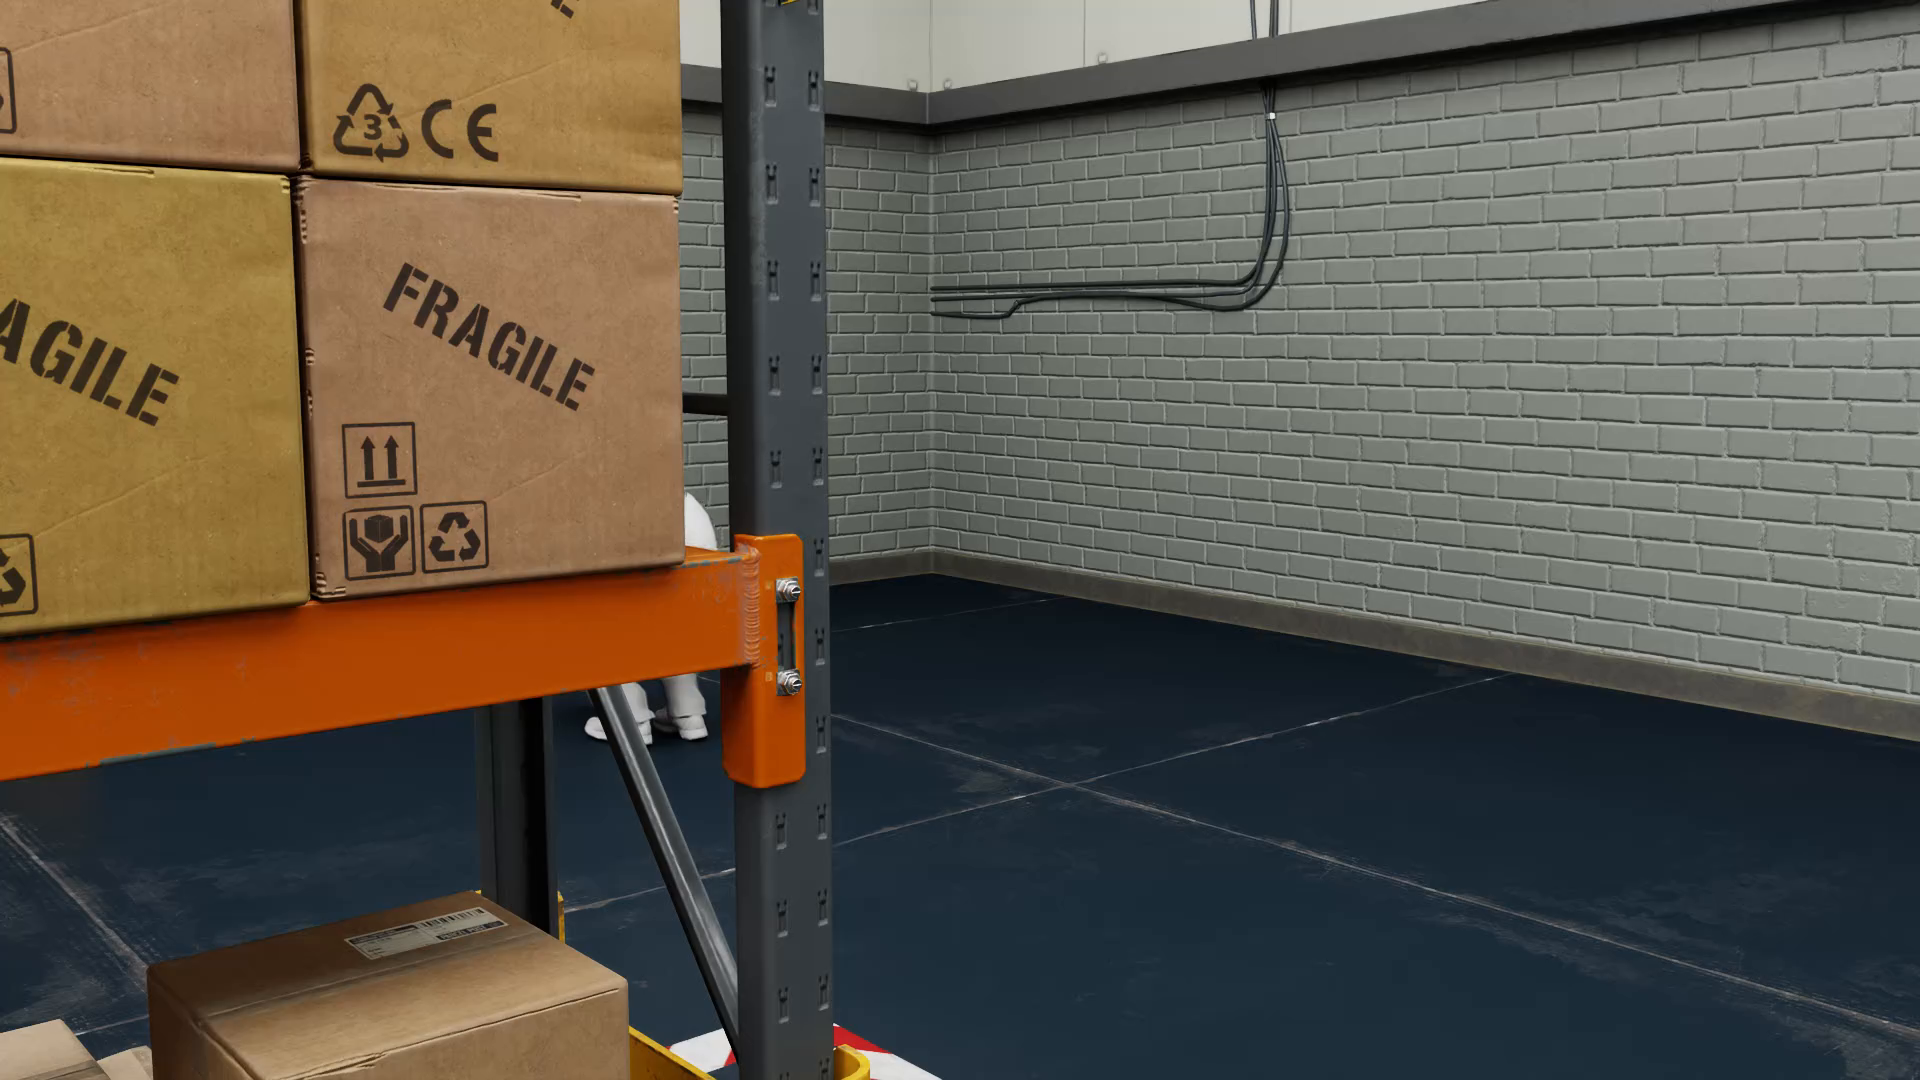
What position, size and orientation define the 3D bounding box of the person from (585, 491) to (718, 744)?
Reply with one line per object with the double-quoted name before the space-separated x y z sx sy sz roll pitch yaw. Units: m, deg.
"person" -1.345 0.258 6.695 0.585 1.048 0.942 -7 10 -44
